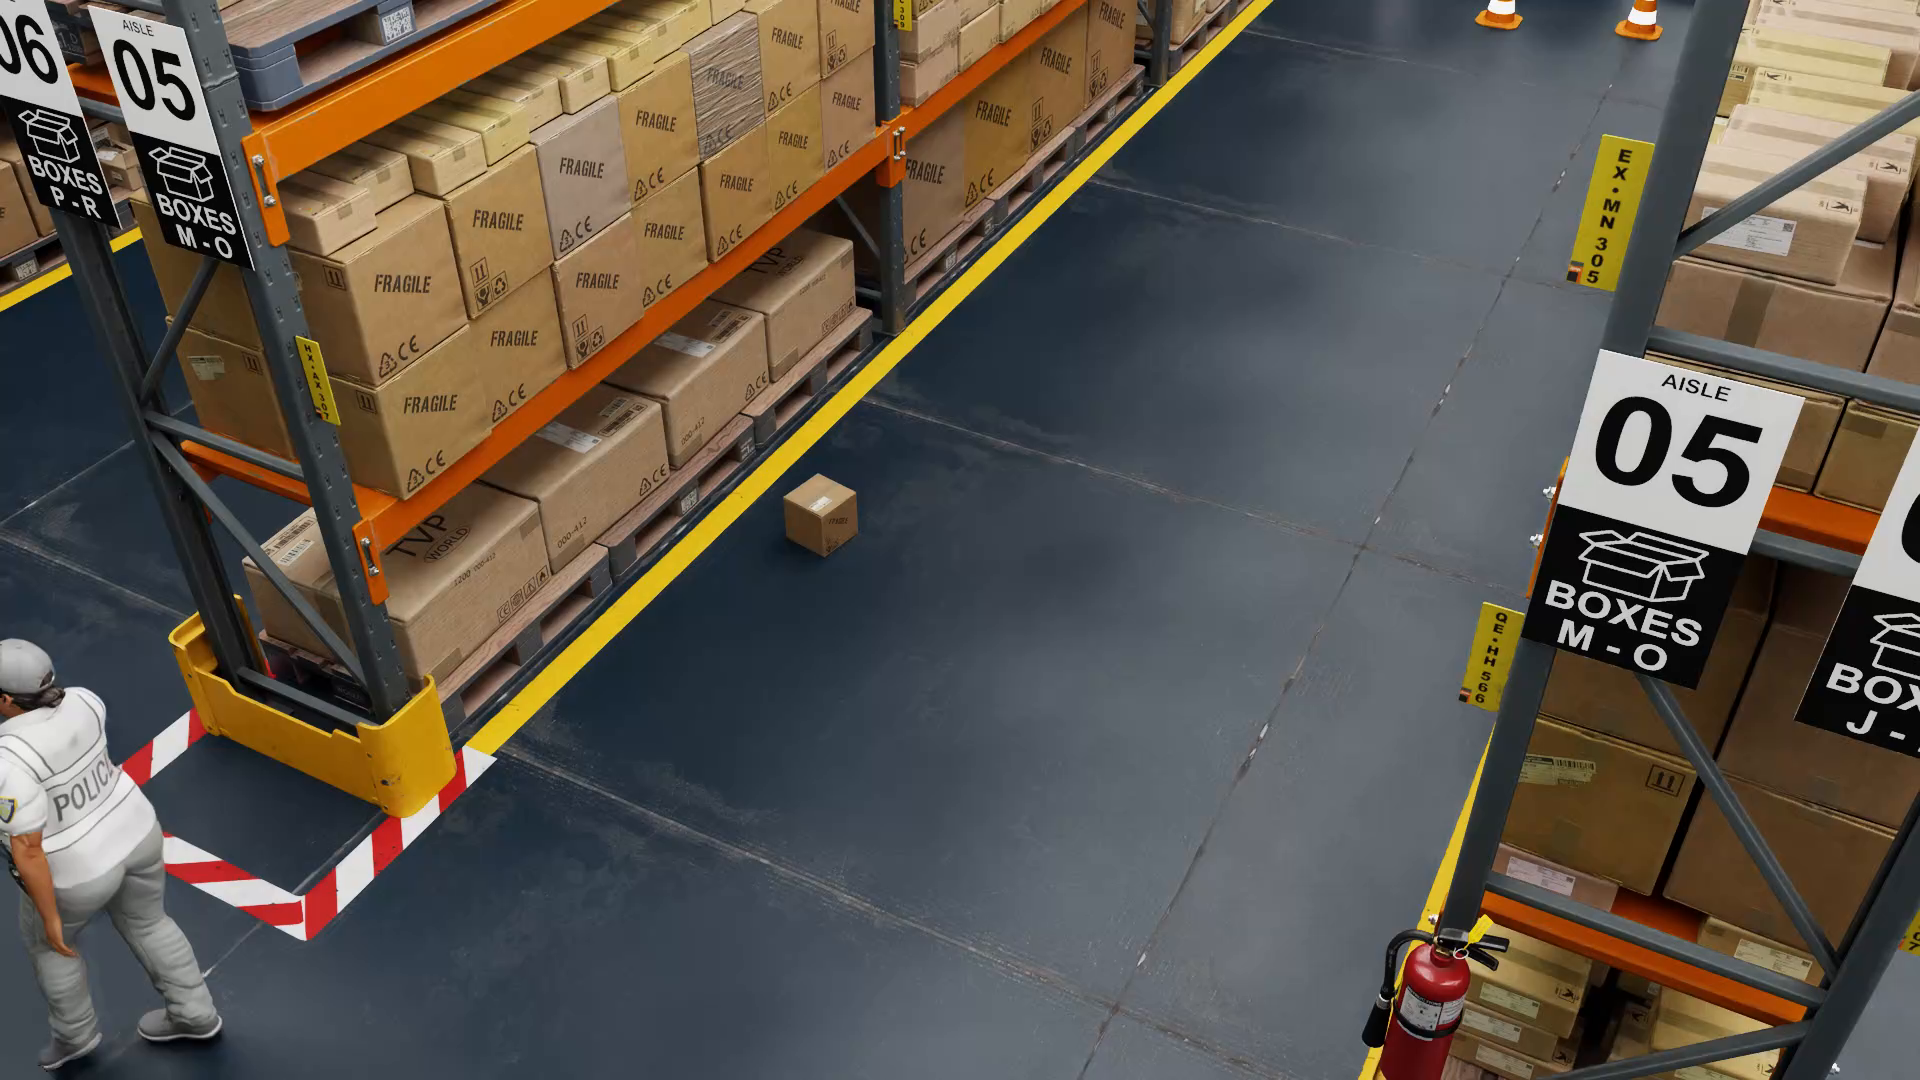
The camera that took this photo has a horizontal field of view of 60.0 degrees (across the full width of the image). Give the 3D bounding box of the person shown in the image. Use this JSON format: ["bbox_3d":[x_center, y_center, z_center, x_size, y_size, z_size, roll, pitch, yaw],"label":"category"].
[{"bbox_3d":[-2.889,1.063,5.434,0.634,1.706,0.590,11,39,14],"label":"person"}]
